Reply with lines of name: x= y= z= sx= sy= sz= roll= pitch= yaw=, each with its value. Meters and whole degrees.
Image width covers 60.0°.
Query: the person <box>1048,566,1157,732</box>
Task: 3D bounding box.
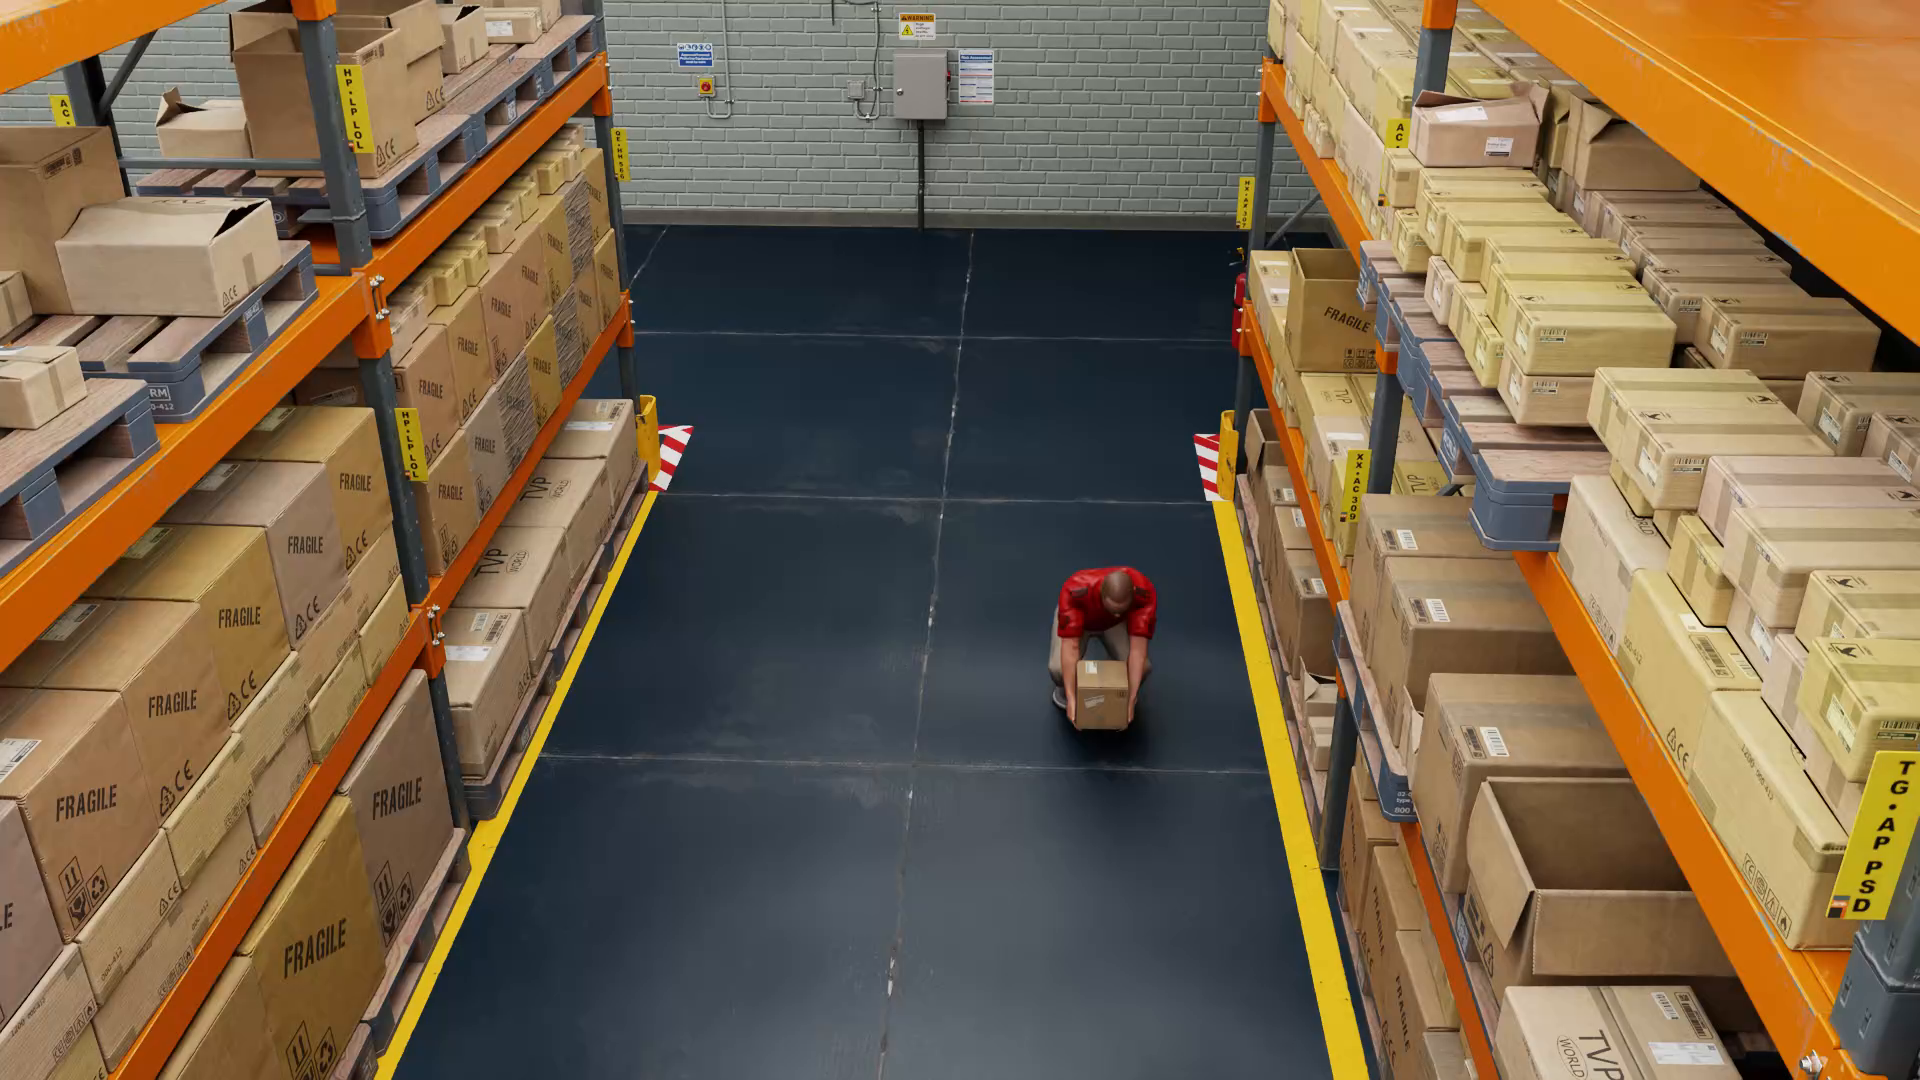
person: x=0.724 y=0.475 z=8.550 sx=0.540 sy=0.987 sz=0.886 roll=0 pitch=28 yaw=1
